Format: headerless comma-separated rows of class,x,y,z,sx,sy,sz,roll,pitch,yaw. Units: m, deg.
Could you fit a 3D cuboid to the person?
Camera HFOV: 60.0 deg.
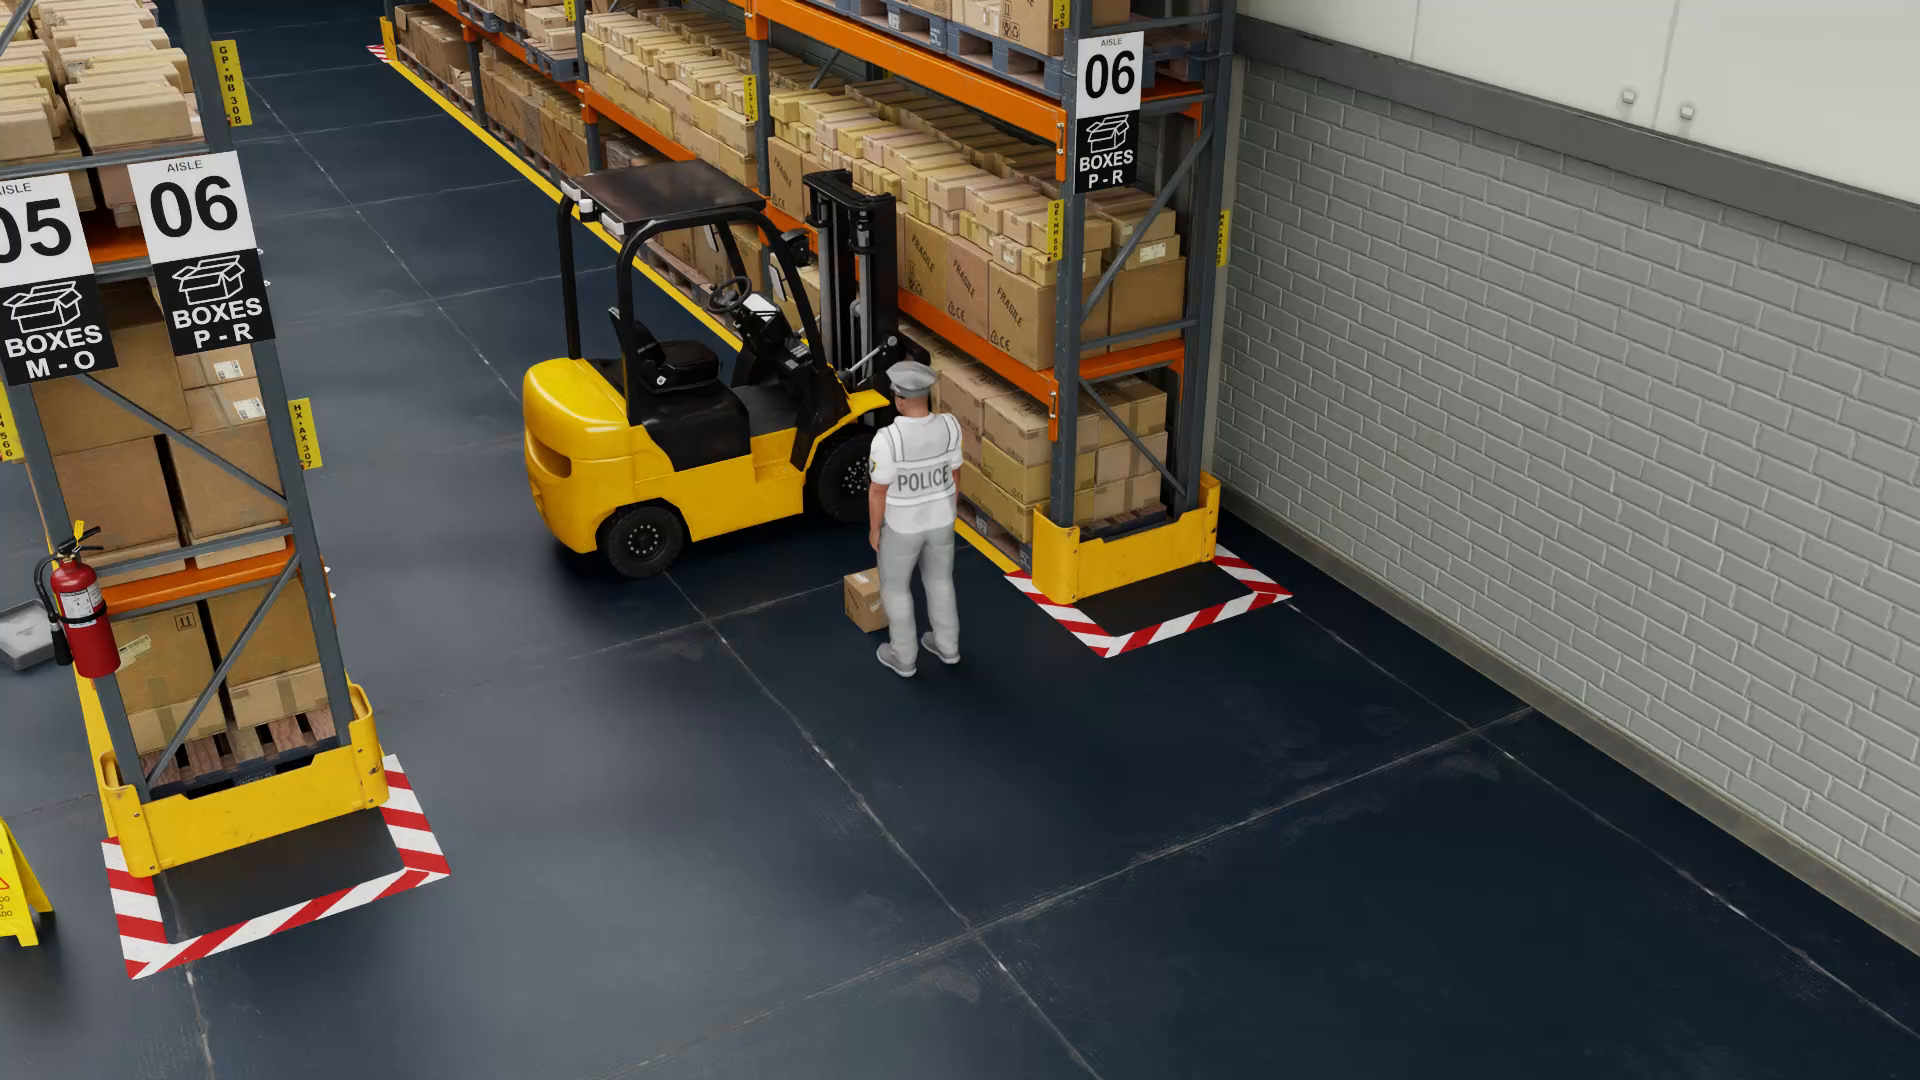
person,-0.251,-0.104,8.755,0.527,1.752,0.393,-15,32,-25
